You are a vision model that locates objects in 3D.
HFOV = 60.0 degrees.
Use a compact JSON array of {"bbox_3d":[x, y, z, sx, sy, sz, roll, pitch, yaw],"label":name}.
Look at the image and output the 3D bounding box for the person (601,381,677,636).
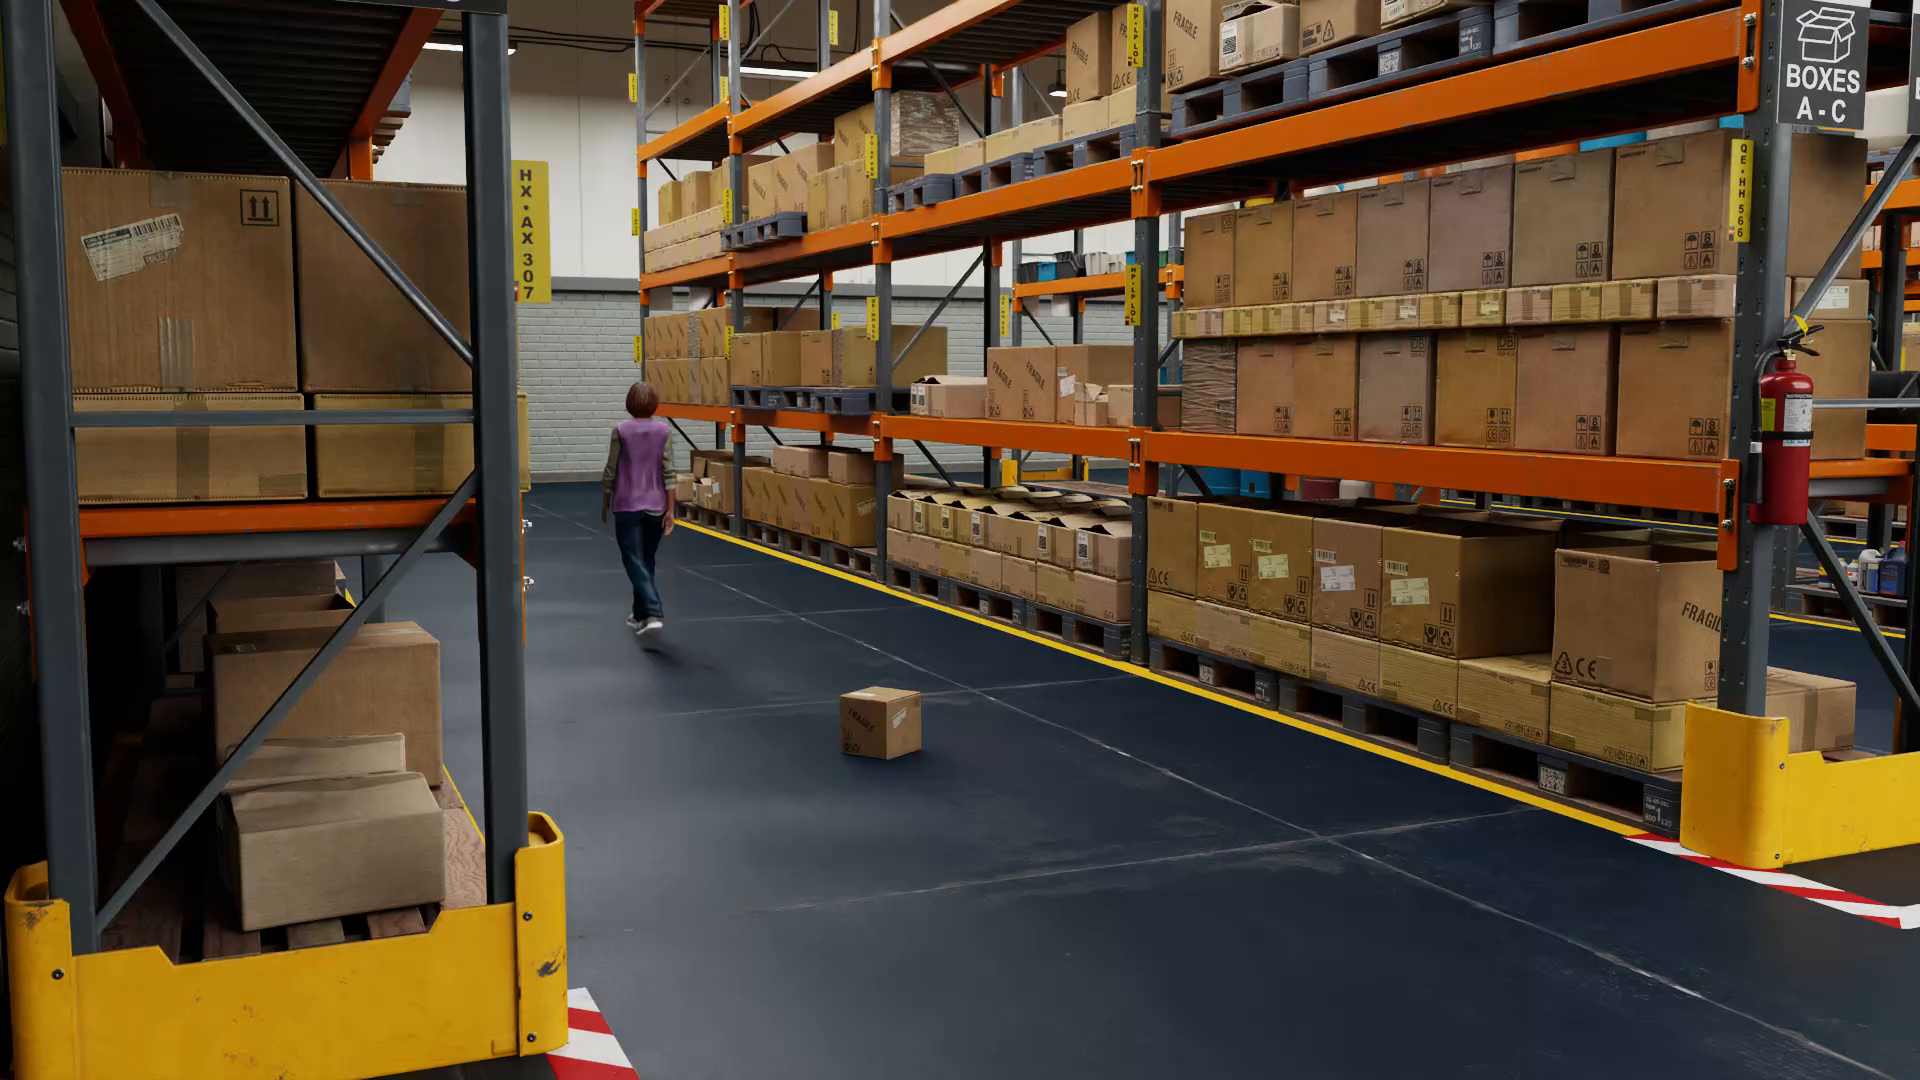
[{"bbox_3d":[-1.938,-0.186,10.054,0.410,1.546,0.936,-3,6,-30],"label":"person"}]
